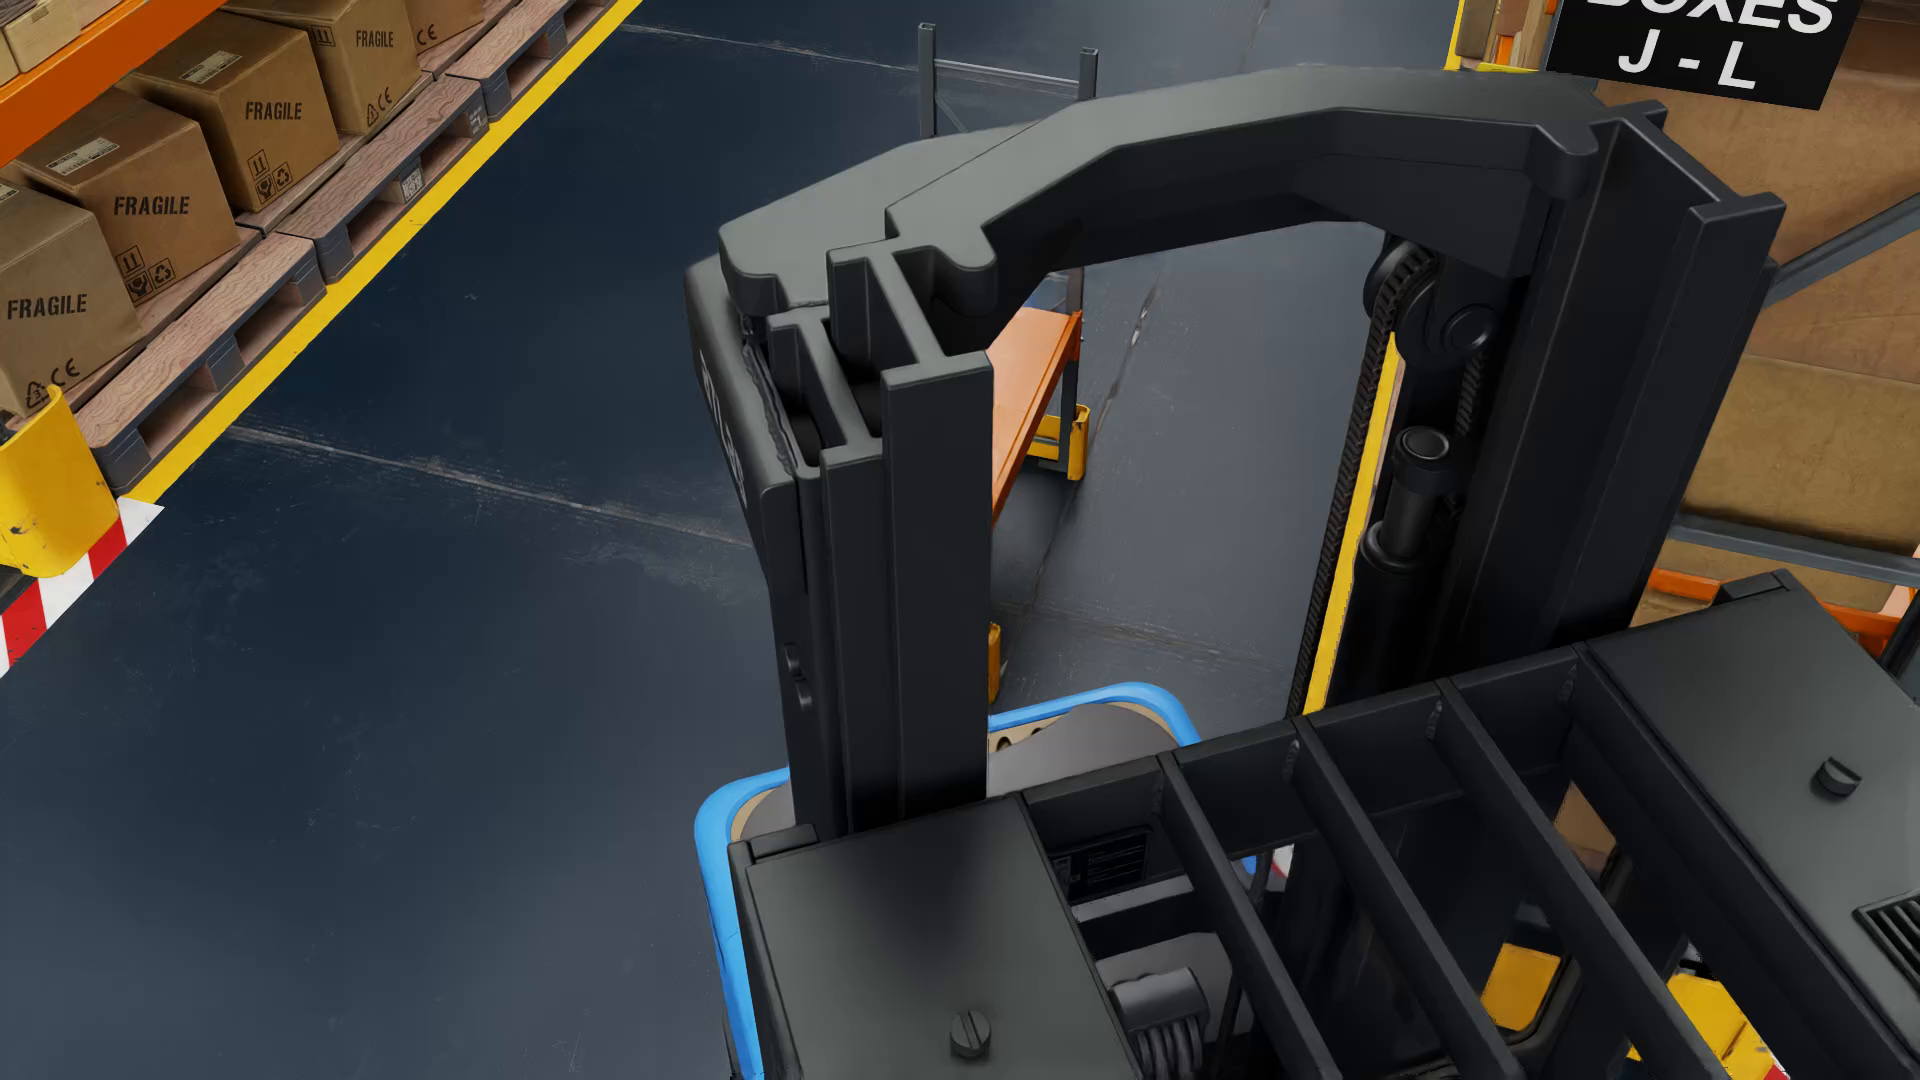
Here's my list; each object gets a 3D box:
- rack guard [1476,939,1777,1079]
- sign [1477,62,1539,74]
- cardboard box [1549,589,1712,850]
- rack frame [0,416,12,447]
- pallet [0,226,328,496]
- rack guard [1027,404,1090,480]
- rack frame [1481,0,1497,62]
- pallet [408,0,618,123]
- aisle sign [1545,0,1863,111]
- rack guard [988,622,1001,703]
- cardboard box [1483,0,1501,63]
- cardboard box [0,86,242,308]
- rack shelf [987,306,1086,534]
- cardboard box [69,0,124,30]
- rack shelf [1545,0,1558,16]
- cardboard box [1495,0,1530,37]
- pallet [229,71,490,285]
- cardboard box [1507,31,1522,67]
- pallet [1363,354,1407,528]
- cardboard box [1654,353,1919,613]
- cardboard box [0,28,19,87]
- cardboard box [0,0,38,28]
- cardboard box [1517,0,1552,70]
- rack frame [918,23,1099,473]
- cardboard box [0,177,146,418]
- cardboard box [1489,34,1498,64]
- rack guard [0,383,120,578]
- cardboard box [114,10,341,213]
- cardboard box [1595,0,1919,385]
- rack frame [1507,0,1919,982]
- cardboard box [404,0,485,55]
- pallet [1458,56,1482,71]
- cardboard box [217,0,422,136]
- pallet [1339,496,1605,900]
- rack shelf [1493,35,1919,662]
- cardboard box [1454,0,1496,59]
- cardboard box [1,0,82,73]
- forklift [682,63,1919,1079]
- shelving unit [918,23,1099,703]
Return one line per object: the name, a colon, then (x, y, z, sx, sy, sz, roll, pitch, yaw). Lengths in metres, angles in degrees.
rack guard: (1.382, 0.897, 3.976, 1.175, 0.500, 0.348, 13, 46, 13)
sign: (0.876, -0.635, 2.757, 0.100, 0.325, 0.005, 13, 46, 13)
cardboard box: (1.532, 0.131, 4.191, 0.875, 0.875, 0.875, 13, 46, 13)
rack frame: (-3.307, -1.130, 4.261, 1.000, 3.000, 0.127, 13, 46, 13)
pallet: (-3.004, -0.718, 5.833, 1.003, 0.211, 1.213, 13, 46, 13)
rack guard: (0.128, -0.370, 5.450, 0.587, 0.250, 0.087, 13, 46, 13)
rack frame: (2.601, -2.679, 5.843, 1.000, 3.000, 0.127, 13, 46, 13)
pallet: (-2.266, -2.345, 7.495, 1.003, 0.211, 1.213, 13, 46, 13)
aisle sign: (1.082, -0.958, 2.226, 0.394, 0.787, 0.004, 13, 46, 13)
rack guard: (-0.174, 0.293, 4.771, 0.587, 0.250, 0.087, 13, 46, 13)
cardboard box: (2.343, -1.665, 6.026, 0.875, 0.875, 0.875, 13, 46, 13)
cardboard box: (-2.954, -1.206, 5.824, 0.500, 0.500, 0.500, 24, 49, 23)
rack shelf: (-0.026, -0.351, 4.793, 0.538, 0.185, 1.000, 13, 46, 13)
cardboard box: (-2.754, -1.677, 4.999, 0.380, 0.149, 0.250, 13, 46, 13)
rack shelf: (1.995, -2.161, 3.683, 1.077, 0.370, 4.000, 13, 46, 13)
cardboard box: (2.080, -1.777, 4.815, 0.875, 0.550, 0.550, 13, 46, 13)
pallet: (-2.633, -1.529, 6.662, 1.003, 0.211, 1.213, 13, 46, 13)
cardboard box: (1.604, -0.694, 3.708, 0.875, 0.550, 0.550, 13, 46, 13)
pallet: (1.928, -0.376, 5.483, 1.003, 0.211, 1.213, 13, 46, 13)
cardboard box: (1.458, -0.323, 3.328, 0.875, 0.550, 0.550, 13, 46, 13)
cardboard box: (-2.900, -1.343, 4.657, 0.380, 0.149, 0.250, 13, 46, 13)
cardboard box: (-3.114, -1.633, 4.490, 0.875, 0.500, 0.500, 13, 46, 13)
cardboard box: (1.617, -1.077, 3.327, 0.875, 0.550, 0.550, 13, 46, 13)
rack frame: (0.128, -0.818, 5.014, 0.500, 1.500, 0.032, 13, 46, 13)
cardboard box: (-3.102, -0.800, 5.410, 0.500, 0.500, 0.500, 21, 48, 20)
cardboard box: (2.074, -1.063, 5.411, 0.875, 0.875, 0.875, 13, 46, 13)
rack guard: (-3.284, -0.288, 5.187, 1.175, 0.500, 0.348, 13, 46, 13)
cardboard box: (-2.746, -1.619, 6.247, 0.500, 0.500, 0.500, 17, 47, 16)
cardboard box: (1.539, -0.691, 2.932, 0.875, 0.550, 0.550, 13, 46, 13)
rack frame: (1.389, -0.013, 3.118, 1.000, 3.000, 0.127, 13, 46, 13)
cardboard box: (-2.421, -2.412, 7.057, 0.500, 0.500, 0.500, 27, 50, 25)
pallet: (2.762, -2.212, 7.360, 1.003, 0.211, 1.213, 13, 46, 13)
cardboard box: (-2.534, -1.981, 6.617, 0.500, 0.500, 0.500, 9, 45, 9)
pallet: (1.557, 0.435, 4.655, 1.003, 0.211, 1.213, 13, 46, 13)
rack shelf: (1.995, -1.089, 4.732, 1.077, 0.370, 4.000, 13, 46, 13)
cardboard box: (2.703, -2.458, 6.925, 1.050, 0.750, 0.750, 12, 46, 12)
cardboard box: (-2.810, -1.506, 4.824, 0.380, 0.149, 0.250, 13, 46, 13)
forklift: (0.409, 1.081, 2.049, 1.130, 2.935, 3.031, -13, 46, -13)
shelving unit: (-0.023, -0.485, 4.674, 0.587, 1.500, 1.083, 13, 46, 13)
